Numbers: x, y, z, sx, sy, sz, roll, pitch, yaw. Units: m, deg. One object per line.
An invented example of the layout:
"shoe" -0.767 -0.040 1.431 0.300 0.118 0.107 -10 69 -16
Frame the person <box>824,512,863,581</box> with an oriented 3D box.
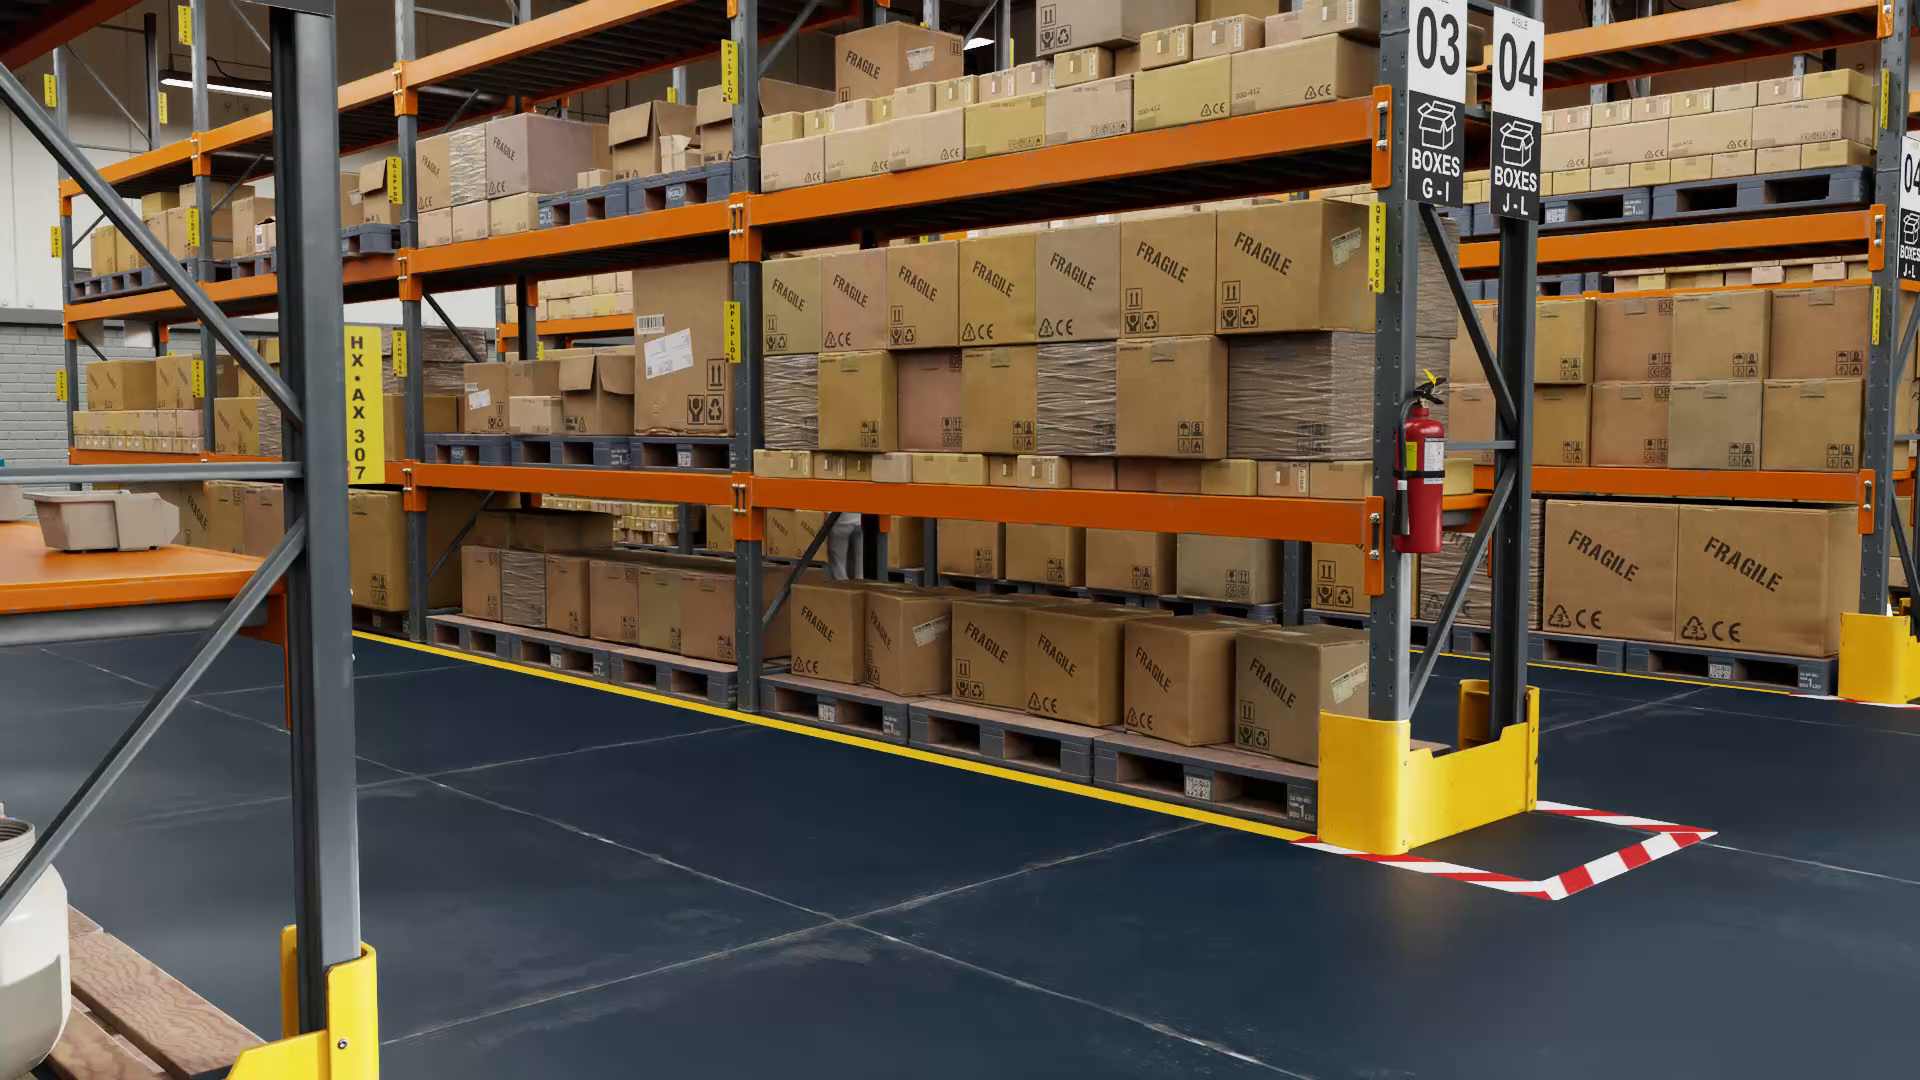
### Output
"person" -0.874 -0.134 12.654 0.386 1.530 0.299 -4 6 -42
